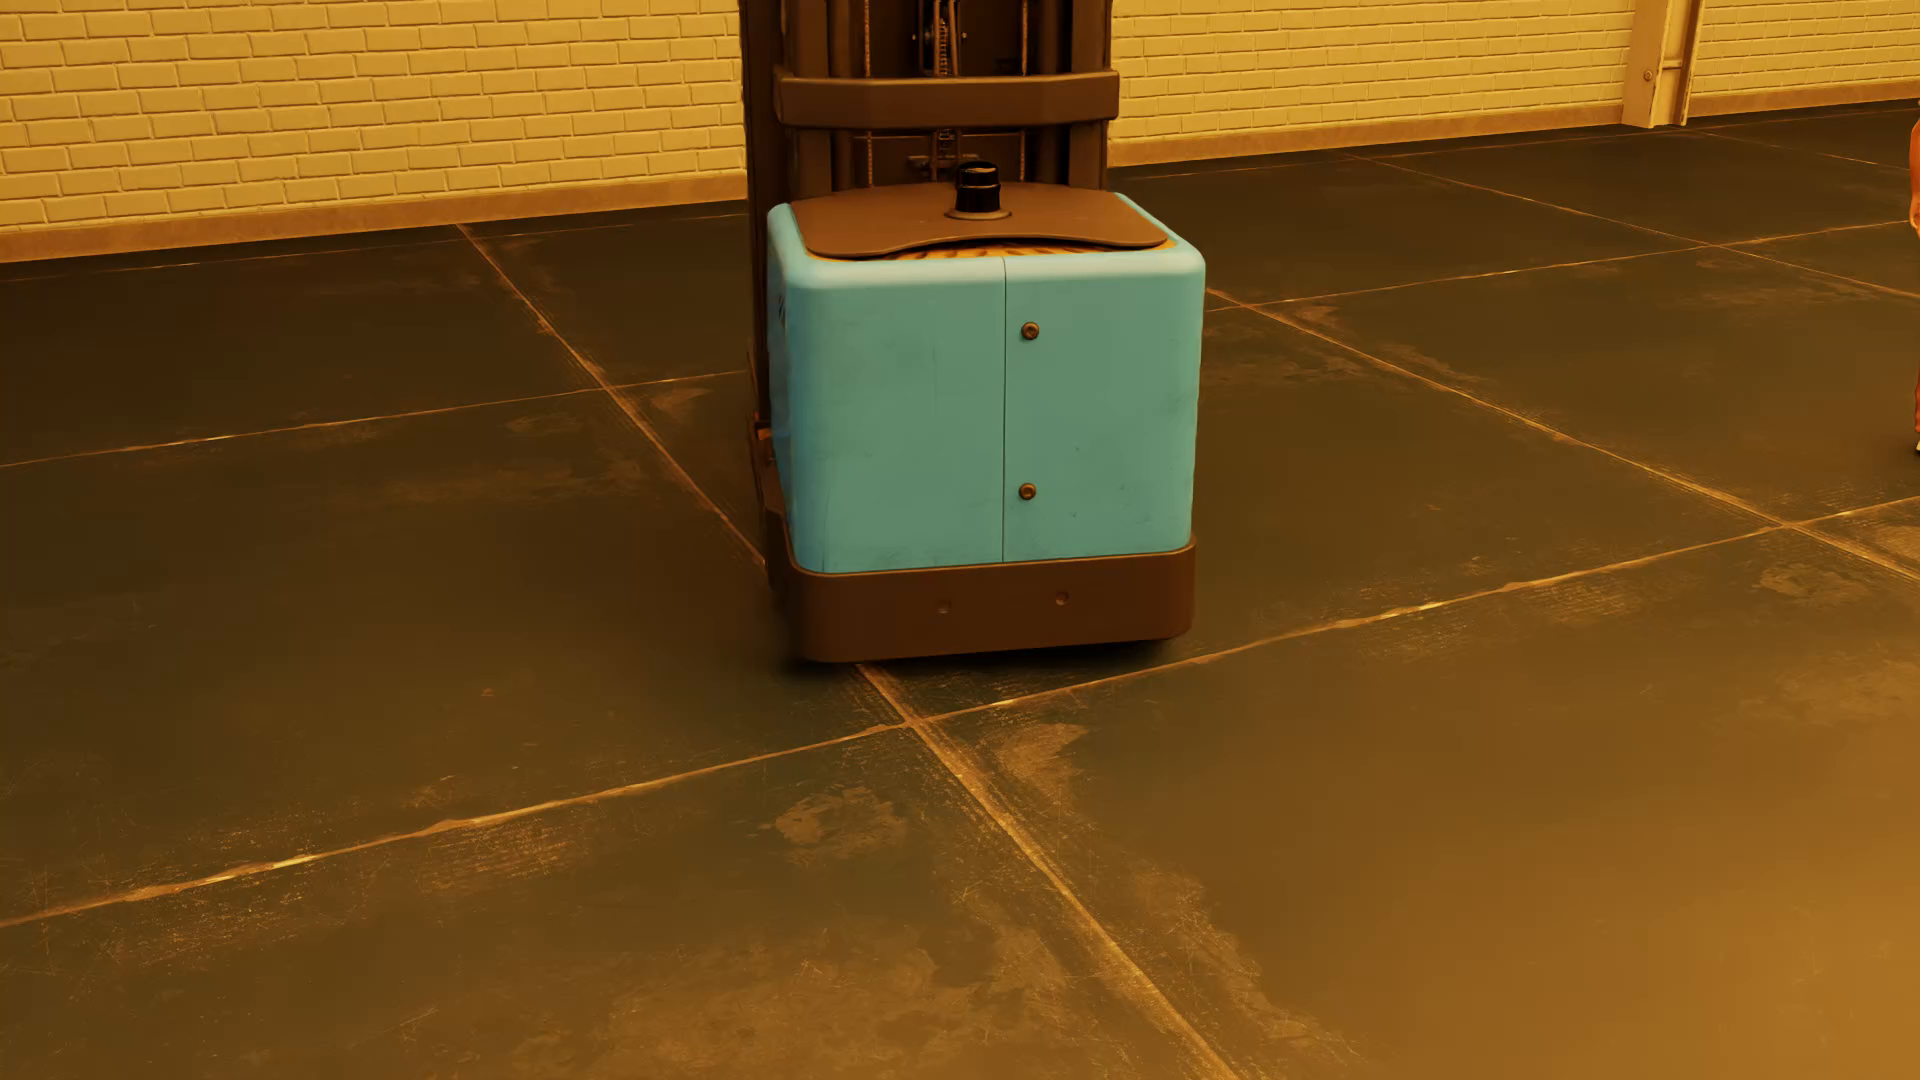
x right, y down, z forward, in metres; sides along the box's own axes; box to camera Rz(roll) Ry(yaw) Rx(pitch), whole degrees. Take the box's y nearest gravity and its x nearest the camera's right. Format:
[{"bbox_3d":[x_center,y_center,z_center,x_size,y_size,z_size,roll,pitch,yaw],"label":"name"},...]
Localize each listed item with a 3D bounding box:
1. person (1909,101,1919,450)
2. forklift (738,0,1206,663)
[{"bbox_3d":[3.472,-1.099,5.548,0.548,1.673,0.554,-15,27,-32],"label":"person"},{"bbox_3d":[-0.139,-1.577,5.083,1.130,2.935,3.031,-4,23,-9],"label":"forklift"}]
